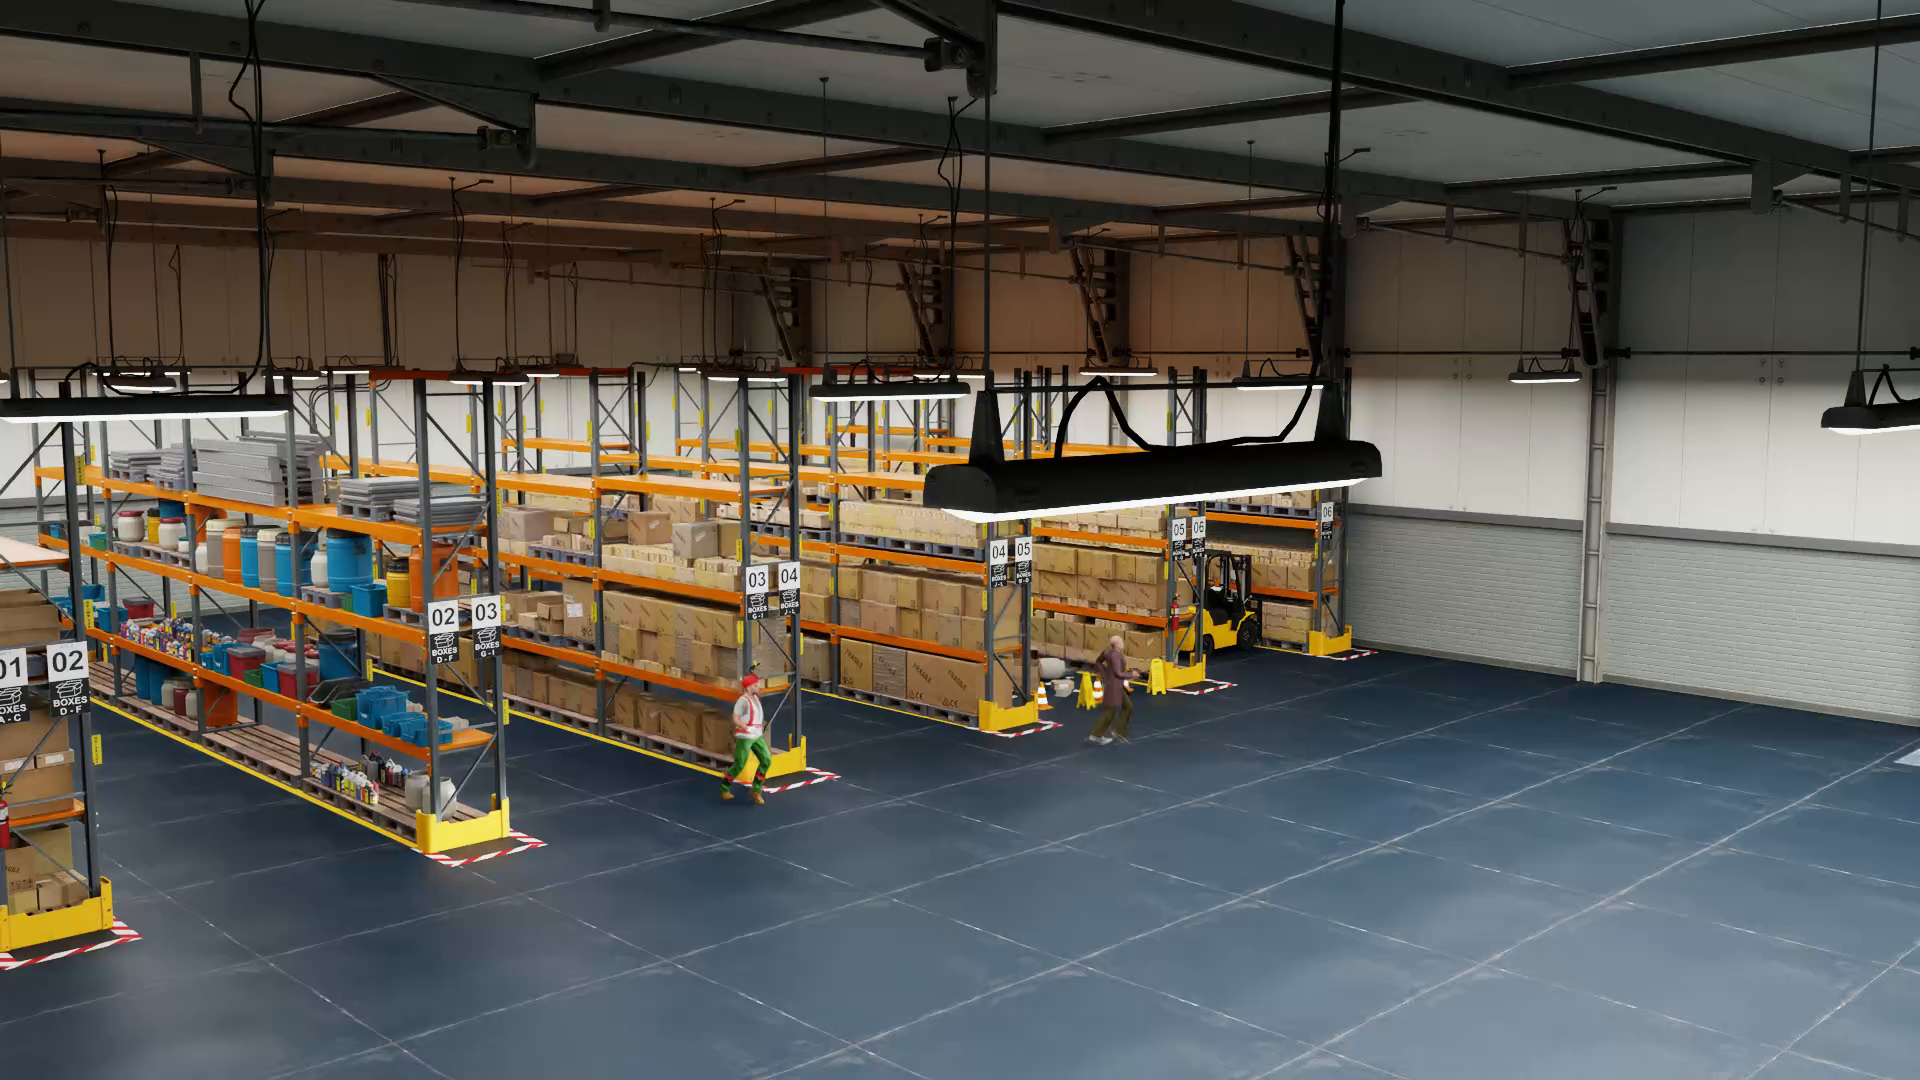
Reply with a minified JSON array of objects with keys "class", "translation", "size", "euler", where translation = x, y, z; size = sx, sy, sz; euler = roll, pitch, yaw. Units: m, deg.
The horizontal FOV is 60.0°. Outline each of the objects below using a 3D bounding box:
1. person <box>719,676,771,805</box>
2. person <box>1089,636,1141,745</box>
[{"class":"person","translation":[-2.985,2.813,23.512],"size":[0.697,1.801,0.718],"euler":[3,7,27]},{"class":"person","translation":[2.493,2.443,26.759],"size":[0.836,1.829,0.691],"euler":[0,6,3]}]
